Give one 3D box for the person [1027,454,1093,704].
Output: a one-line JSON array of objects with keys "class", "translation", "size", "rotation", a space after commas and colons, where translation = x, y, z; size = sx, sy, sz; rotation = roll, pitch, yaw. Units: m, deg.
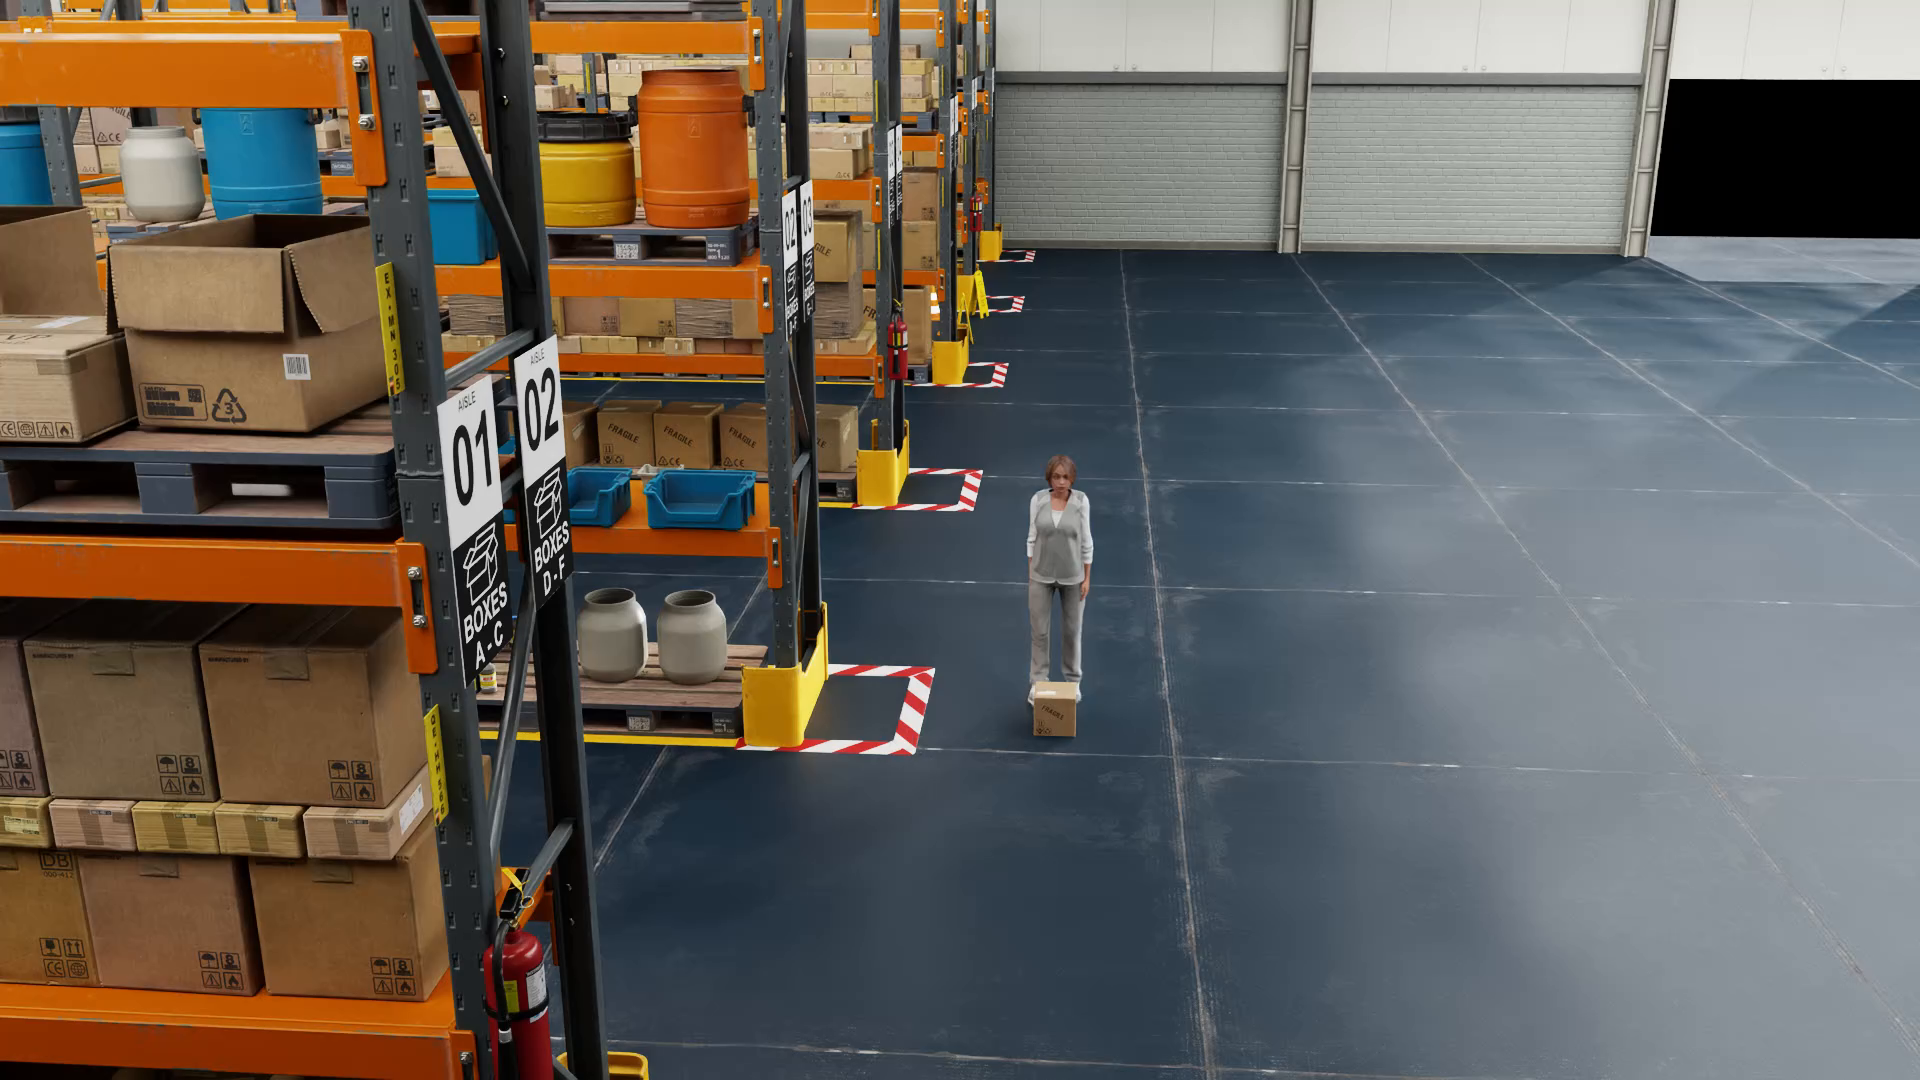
[{"class": "person", "translation": [0.618, 0.259, 10.323], "size": [0.406, 1.634, 0.338], "rotation": [2, 18, 5]}]
